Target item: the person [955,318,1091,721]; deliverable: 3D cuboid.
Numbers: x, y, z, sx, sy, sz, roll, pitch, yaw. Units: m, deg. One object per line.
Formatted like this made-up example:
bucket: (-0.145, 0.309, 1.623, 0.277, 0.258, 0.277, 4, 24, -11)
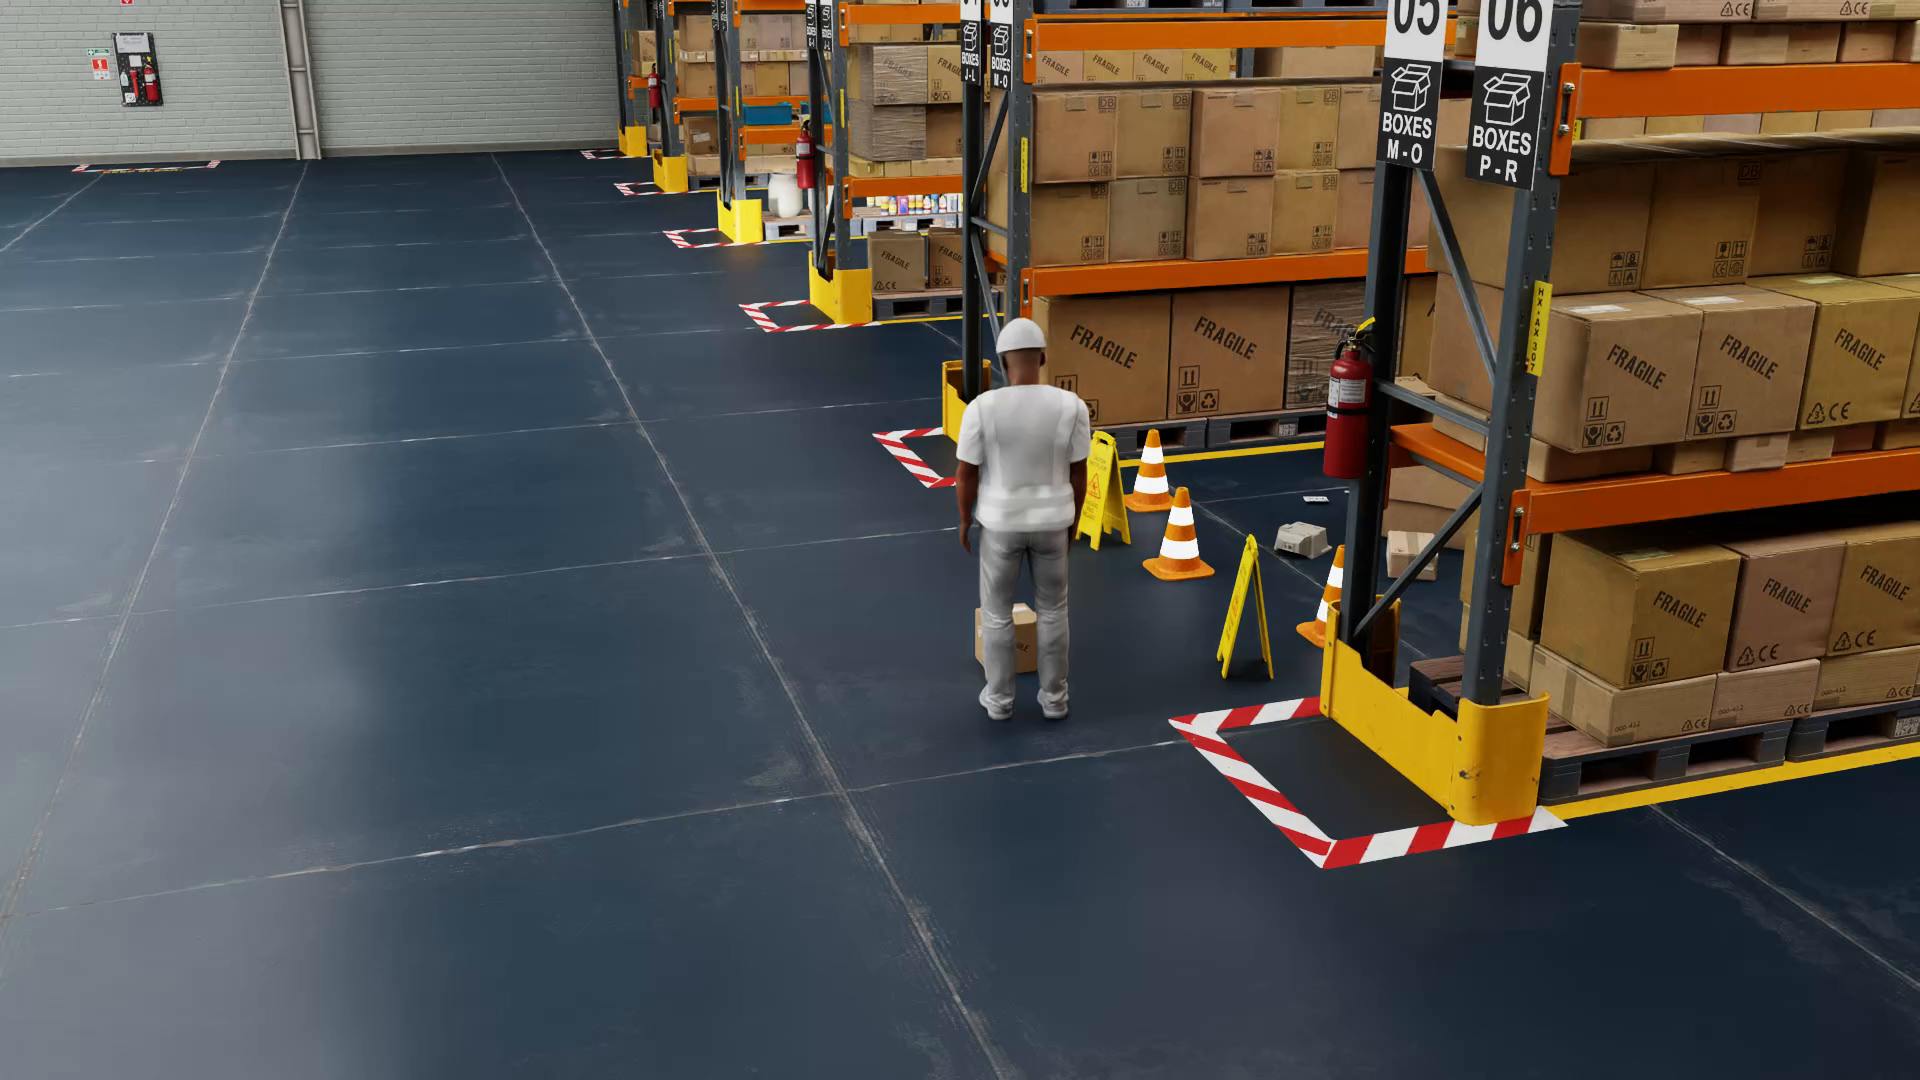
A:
person: (0.263, -0.077, 7.135, 0.568, 1.761, 0.368, -2, 19, -5)
